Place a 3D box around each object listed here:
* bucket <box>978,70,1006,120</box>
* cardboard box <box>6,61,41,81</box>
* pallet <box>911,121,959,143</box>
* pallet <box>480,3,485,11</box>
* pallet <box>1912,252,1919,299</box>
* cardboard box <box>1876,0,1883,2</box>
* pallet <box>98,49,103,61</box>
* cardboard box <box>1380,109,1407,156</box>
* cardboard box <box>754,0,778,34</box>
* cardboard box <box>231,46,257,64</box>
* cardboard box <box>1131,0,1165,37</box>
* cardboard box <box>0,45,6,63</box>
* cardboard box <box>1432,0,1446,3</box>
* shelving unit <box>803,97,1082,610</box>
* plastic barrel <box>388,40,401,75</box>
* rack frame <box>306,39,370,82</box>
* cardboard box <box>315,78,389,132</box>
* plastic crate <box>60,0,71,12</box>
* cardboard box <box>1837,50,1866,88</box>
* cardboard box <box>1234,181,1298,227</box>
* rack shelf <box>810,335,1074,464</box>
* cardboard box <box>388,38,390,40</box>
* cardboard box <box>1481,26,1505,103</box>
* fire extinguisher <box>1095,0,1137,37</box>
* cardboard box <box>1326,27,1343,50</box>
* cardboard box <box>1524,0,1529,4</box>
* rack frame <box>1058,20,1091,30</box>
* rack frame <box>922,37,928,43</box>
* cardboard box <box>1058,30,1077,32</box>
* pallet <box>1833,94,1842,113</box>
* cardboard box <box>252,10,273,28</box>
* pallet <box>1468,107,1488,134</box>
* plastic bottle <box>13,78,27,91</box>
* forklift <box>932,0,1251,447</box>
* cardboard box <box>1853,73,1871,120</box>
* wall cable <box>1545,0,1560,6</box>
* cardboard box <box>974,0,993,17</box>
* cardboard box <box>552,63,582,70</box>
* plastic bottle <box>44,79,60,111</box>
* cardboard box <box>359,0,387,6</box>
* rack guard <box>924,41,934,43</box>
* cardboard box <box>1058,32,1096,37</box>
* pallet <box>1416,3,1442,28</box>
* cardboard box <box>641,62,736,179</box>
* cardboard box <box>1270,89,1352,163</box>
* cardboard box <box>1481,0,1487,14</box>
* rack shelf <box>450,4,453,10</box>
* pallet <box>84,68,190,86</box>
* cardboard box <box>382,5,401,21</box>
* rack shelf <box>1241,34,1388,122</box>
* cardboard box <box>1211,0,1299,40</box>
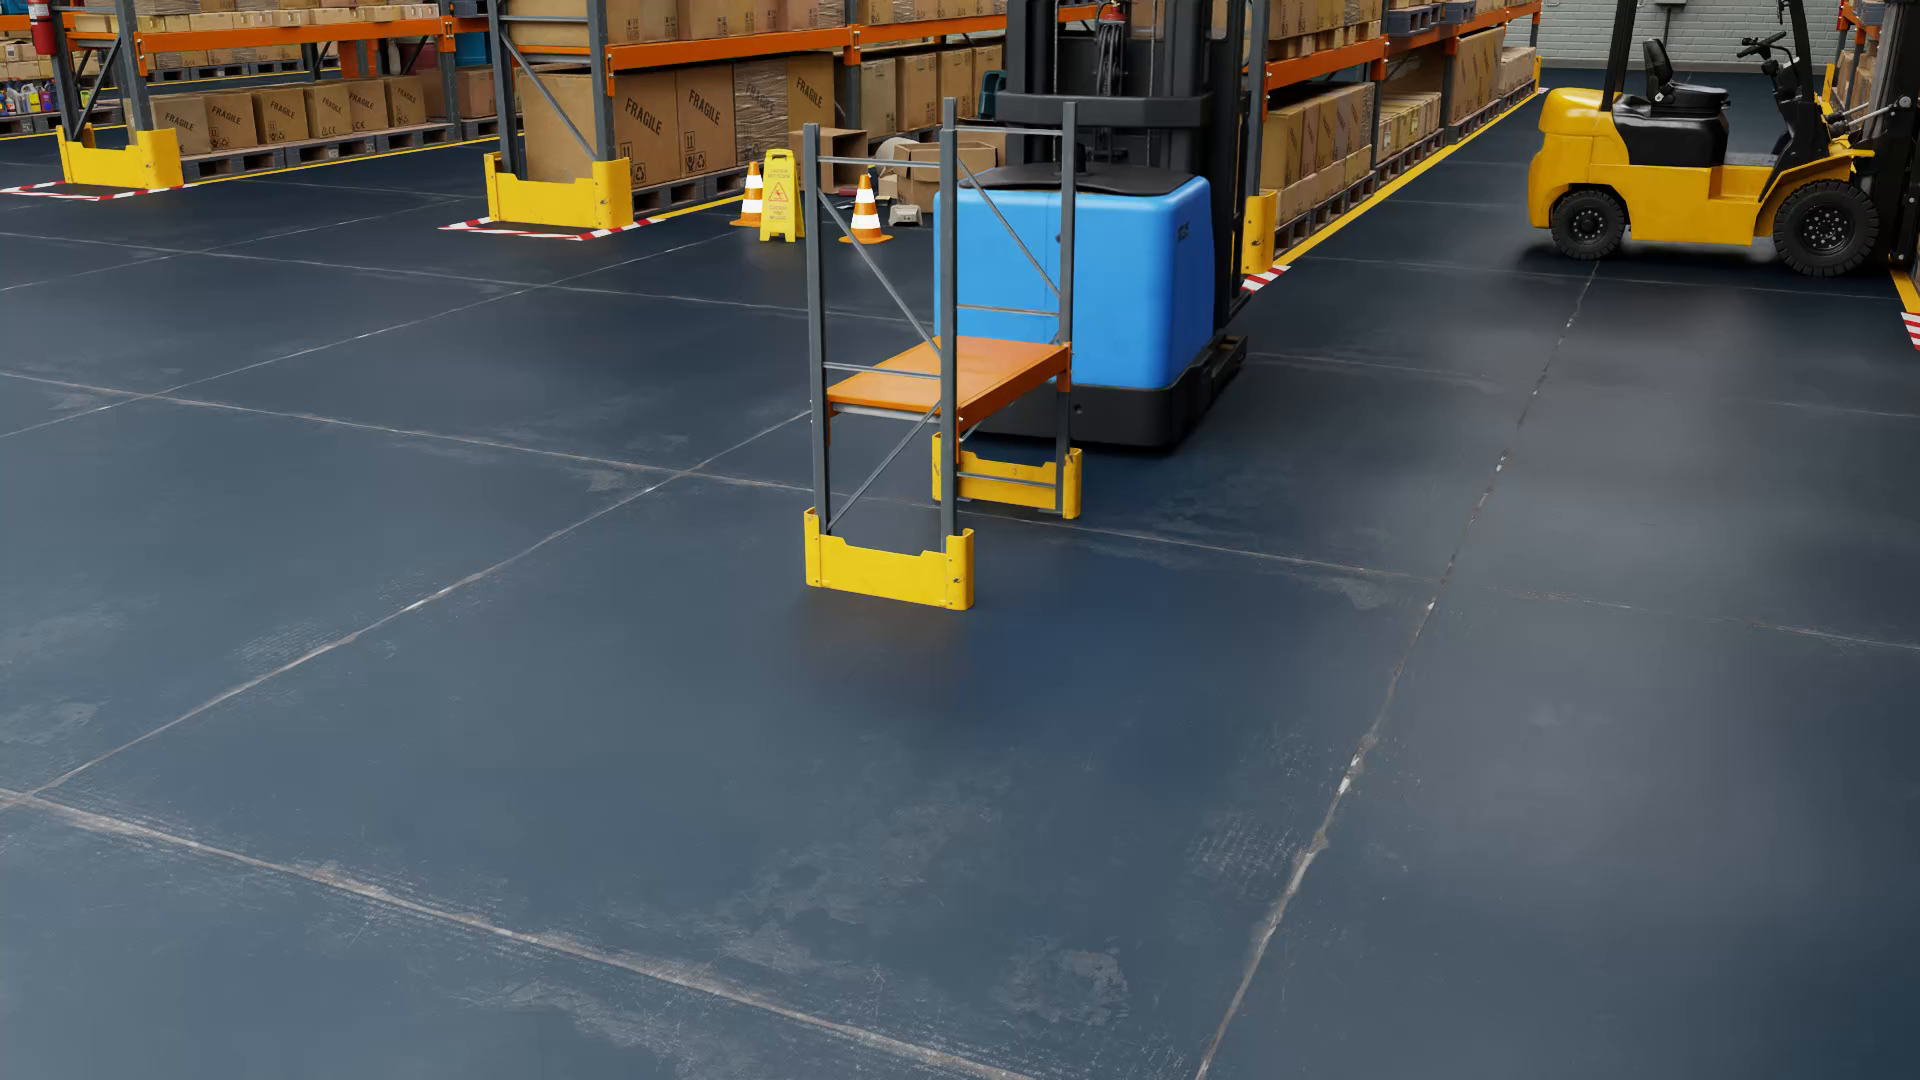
[{"bbox_3d":[0.595,-3.934,15.171,0.726,0.611,0.620,18,16,41],"label":"bucket"},{"bbox_3d":[-13.744,-6.809,24.116,0.500,0.250,0.500,9,22,24],"label":"cardboard box"},{"bbox_3d":[-0.707,-4.425,18.096,1.003,0.211,1.213,9,21,23],"label":"pallet"},{"bbox_3d":[-5.071,-6.351,19.637,1.003,0.211,1.213,9,21,23],"label":"pallet"},{"bbox_3d":[6.272,-1.493,9.851,1.003,0.211,1.213,9,21,23],"label":"pallet"},{"bbox_3d":[9.192,-5.346,16.271,0.380,0.149,0.250,9,21,24],"label":"cardboard box"},{"bbox_3d":[-15.834,-9.222,31.585,1.003,0.211,1.213,9,21,23],"label":"pallet"},{"bbox_3d":[3.609,-3.810,15.502,0.950,0.372,0.625,10,22,26],"label":"cardboard box"},{"bbox_3d":[-2.126,-4.754,14.636,0.875,0.550,0.550,9,21,23],"label":"cardboard box"},{"bbox_3d":[-12.053,-8.172,27.544,0.500,0.500,0.500,9,21,23],"label":"cardboard box"},{"bbox_3d":[1.438,-3.638,11.129,0.500,0.500,0.500,8,21,22],"label":"cardboard box"},{"bbox_3d":[-13.947,-6.919,23.587,0.500,0.311,0.500,9,22,24],"label":"cardboard box"},{"bbox_3d":[4.507,-5.303,16.151,0.380,0.149,0.250,9,21,24],"label":"cardboard box"},{"bbox_3d":[-0.031,-0.683,5.652,0.587,1.500,1.083,9,21,23],"label":"shelving unit"},{"bbox_3d":[-8.482,-7.094,24.527,0.421,0.512,0.421,0,20,0],"label":"plastic barrel"},{"bbox_3d":[-8.817,-7.732,23.233,1.000,3.000,0.127,9,21,23],"label":"rack frame"},{"bbox_3d":[-6.364,-4.557,17.409,0.500,0.500,0.500,17,26,40],"label":"cardboard box"},{"bbox_3d":[-10.785,-6.337,19.405,0.767,0.338,0.504,9,21,23],"label":"plastic crate"},{"bbox_3d":[12.212,-6.306,22.322,0.797,0.503,0.637,8,21,21],"label":"cardboard box"},{"bbox_3d":[2.050,-2.358,11.599,0.500,0.250,0.500,8,21,22],"label":"cardboard box"},{"bbox_3d":[-0.035,-0.511,5.704,0.538,0.185,1.000,9,21,23],"label":"rack shelf"},{"bbox_3d":[-10.932,-9.242,30.547,0.797,0.503,0.637,9,21,23],"label":"cardboard box"},{"bbox_3d":[6.200,-5.912,20.659,0.875,0.875,0.875,9,22,24],"label":"cardboard box"},{"bbox_3d":[1.000,-3.239,10.715,0.296,0.674,0.183,9,21,23],"label":"fire extinguisher"},{"bbox_3d":[2.634,-3.743,12.391,0.380,0.149,0.250,9,21,23],"label":"cardboard box"},{"bbox_3d":[7.442,-7.532,22.522,0.500,0.500,0.500,9,22,24],"label":"cardboard box"},{"bbox_3d":[1.823,-7.564,22.760,1.000,3.000,0.127,9,21,23],"label":"rack frame"},{"bbox_3d":[-1.022,-9.498,28.199,1.000,3.000,0.127,9,21,23],"label":"rack frame"},{"bbox_3d":[1.280,-6.747,22.450,0.500,0.250,0.500,8,21,20],"label":"cardboard box"},{"bbox_3d":[11.691,-5.506,21.135,1.003,0.211,1.213,9,21,23],"label":"pallet"},{"bbox_3d":[-6.734,-4.926,15.718,0.380,0.149,0.250,9,21,23],"label":"cardboard box"},{"bbox_3d":[5.635,-4.981,19.660,1.003,0.211,1.213,9,21,23],"label":"pallet"},{"bbox_3d":[-11.032,-5.259,19.576,0.144,0.351,0.185,9,21,23],"label":"plastic bottle"},{"bbox_3d":[0.823,-2.224,7.848,1.130,2.935,3.031,6,21,17],"label":"forklift"},{"bbox_3d":[10.090,-4.822,18.156,0.500,0.500,0.500,8,21,21],"label":"cardboard box"},{"bbox_3d":[10.306,-10.358,29.056,0.585,1.953,0.123,9,21,23],"label":"wall cable"},{"bbox_3d":[0.041,-6.061,18.386,0.500,0.500,0.500,9,21,23],"label":"cardboard box"},{"bbox_3d":[-4.996,-5.529,20.112,0.700,0.500,0.500,11,22,27],"label":"cardboard box"},{"bbox_3d":[-10.534,-5.173,19.335,0.144,0.351,0.185,7,21,20],"label":"plastic bottle"},{"bbox_3d":[-6.414,-5.740,17.038,0.875,0.500,0.500,9,21,23],"label":"cardboard box"},{"bbox_3d":[-1.012,-8.327,28.638,1.175,0.500,0.348,9,21,23],"label":"rack guard"},{"bbox_3d":[1.526,-6.519,21.809,0.500,0.250,0.500,10,22,25],"label":"cardboard box"},{"bbox_3d":[3.970,-4.991,15.814,1.003,0.211,1.213,9,21,23],"label":"pallet"},{"bbox_3d":[-2.515,-3.578,14.096,0.875,0.875,0.875,8,21,22],"label":"cardboard box"},{"bbox_3d":[2.693,-3.196,12.836,0.500,0.500,0.500,10,22,26],"label":"cardboard box"},{"bbox_3d":[5.786,-6.207,19.170,0.500,0.250,0.500,9,21,23],"label":"cardboard box"},{"bbox_3d":[-7.998,-8.004,25.073,1.077,0.370,4.000,9,21,23],"label":"rack shelf"},{"bbox_3d":[-12.994,-7.322,26.242,1.003,0.211,1.213,9,21,23],"label":"pallet"},{"bbox_3d":[-6.024,-5.462,17.225,0.380,0.149,0.250,9,21,23],"label":"cardboard box"},{"bbox_3d":[2.286,-3.519,12.462,1.077,0.370,4.000,9,21,23],"label":"rack shelf"},{"bbox_3d":[1.914,-3.541,10.856,0.500,0.500,0.500,8,21,22],"label":"cardboard box"}]
